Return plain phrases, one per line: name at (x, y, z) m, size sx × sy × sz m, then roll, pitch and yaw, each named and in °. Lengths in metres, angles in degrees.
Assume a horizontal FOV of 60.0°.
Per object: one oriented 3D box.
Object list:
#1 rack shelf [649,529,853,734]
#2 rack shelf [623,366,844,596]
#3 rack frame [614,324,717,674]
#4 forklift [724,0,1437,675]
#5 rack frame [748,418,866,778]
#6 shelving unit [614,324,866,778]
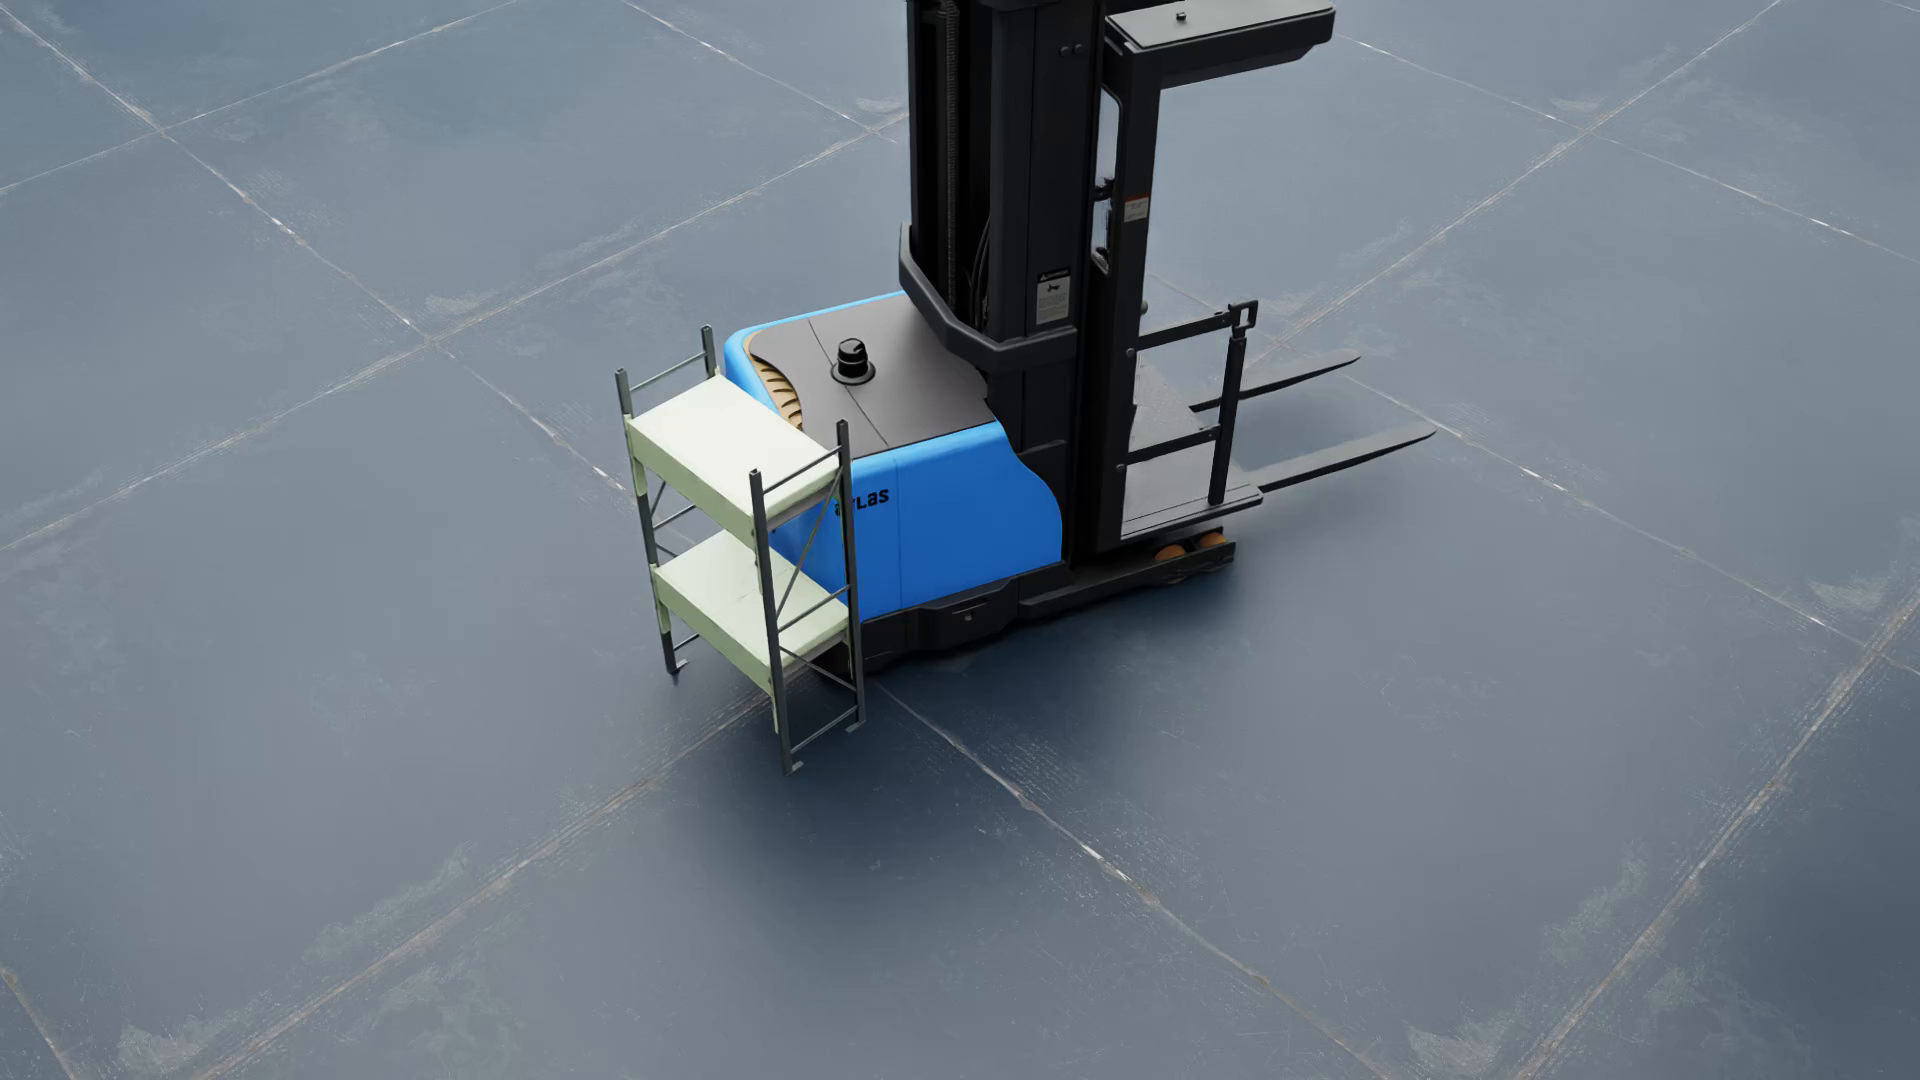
rack shelf at (-0.773, 0.307, 6.293) m, size 0.431 × 0.370 × 0.720 m, roll -33°, pitch 52°, yaw -30°
rack shelf at (-0.773, -0.219, 5.807) m, size 0.431 × 0.370 × 0.720 m, roll -33°, pitch 52°, yaw -30°
rack frame at (-1.025, -0.112, 6.266) m, size 0.400 × 1.500 × 0.023 m, roll -33°, pitch 52°, yaw -30°
forklift at (0.619, -1.204, 6.393) m, size 3.031 × 2.935 × 1.130 m, roll -16°, pitch 45°, yaw -17°
rack frame at (-0.520, 0.247, 5.877) m, size 0.400 × 1.500 × 0.023 m, roll -33°, pitch 52°, yaw -30°
shelving unit at (-0.773, 0.068, 6.071) m, size 0.431 × 1.500 × 0.755 m, roll -33°, pitch 52°, yaw -30°
